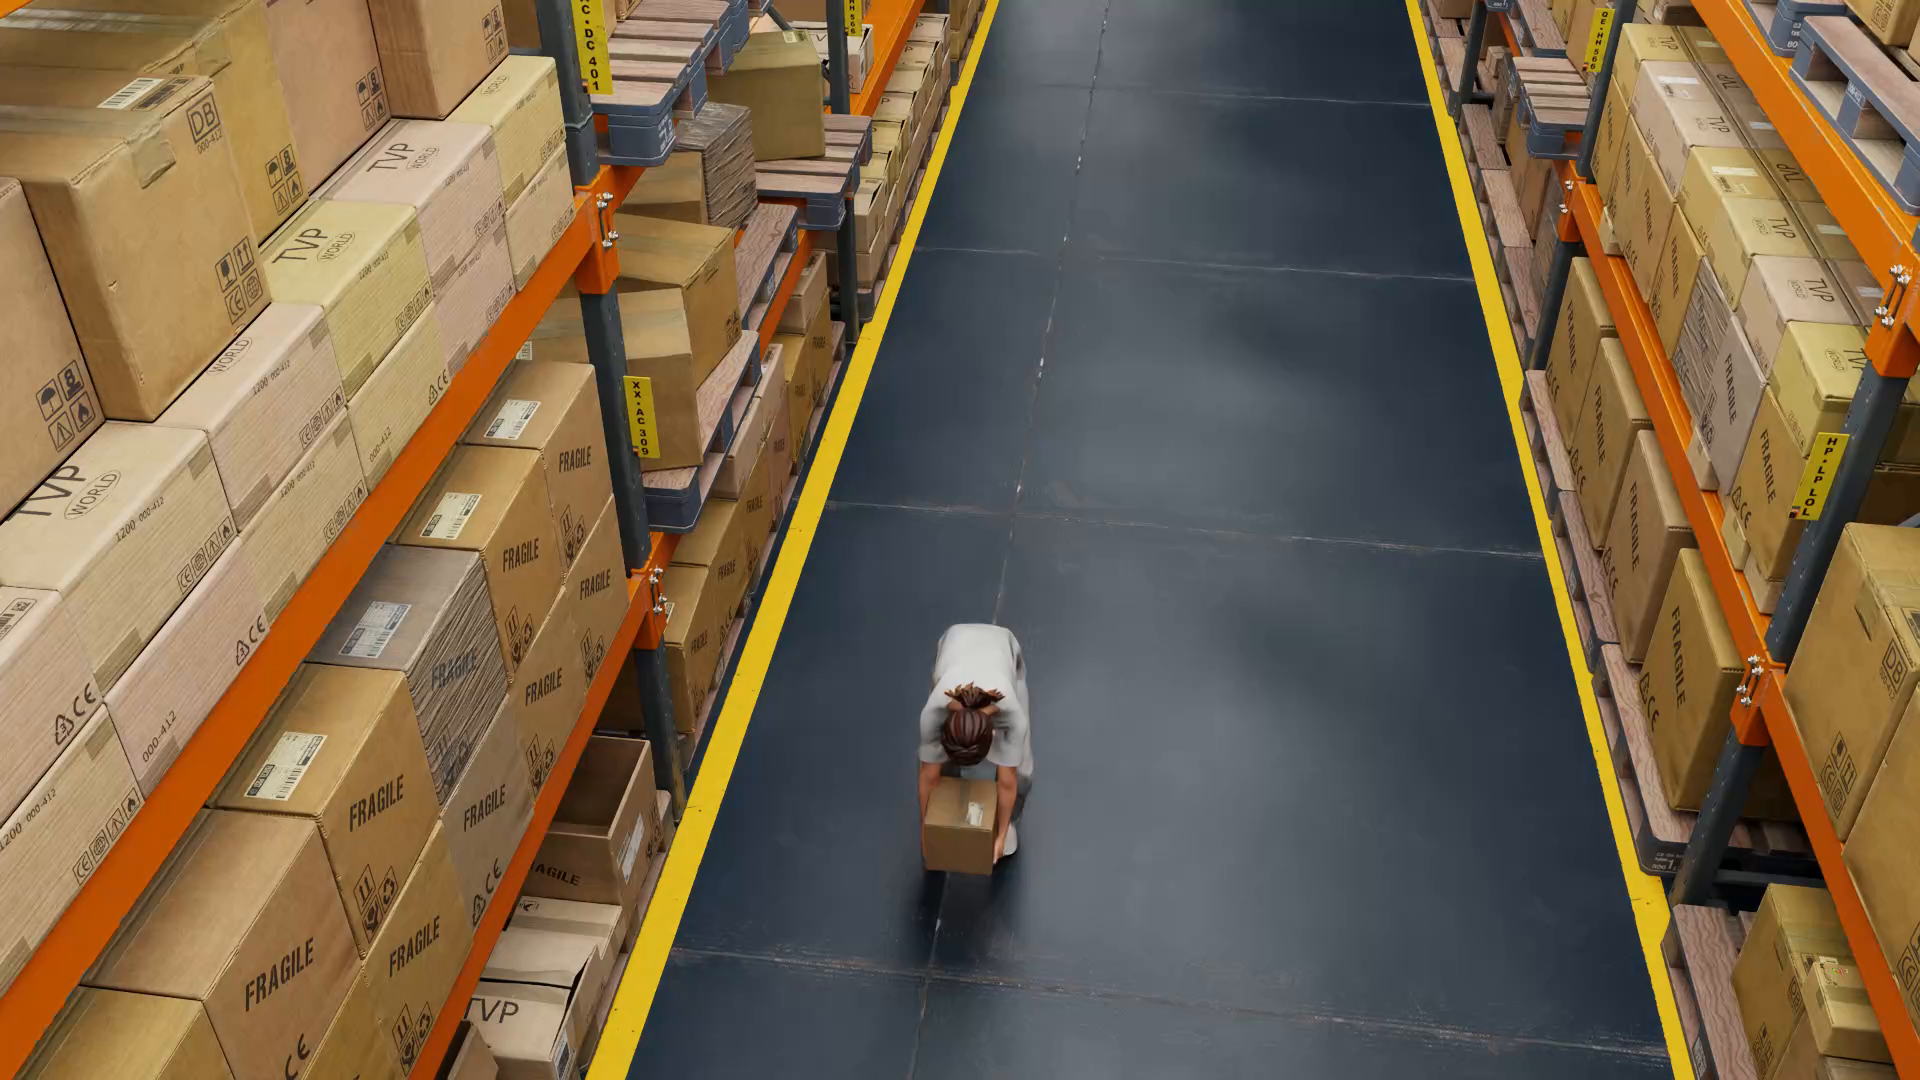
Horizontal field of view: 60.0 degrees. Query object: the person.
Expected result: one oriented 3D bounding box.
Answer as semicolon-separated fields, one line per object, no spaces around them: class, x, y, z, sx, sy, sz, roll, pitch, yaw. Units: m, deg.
person;0.057;0.857;6.365;0.448;1.093;0.858;3;36;4
